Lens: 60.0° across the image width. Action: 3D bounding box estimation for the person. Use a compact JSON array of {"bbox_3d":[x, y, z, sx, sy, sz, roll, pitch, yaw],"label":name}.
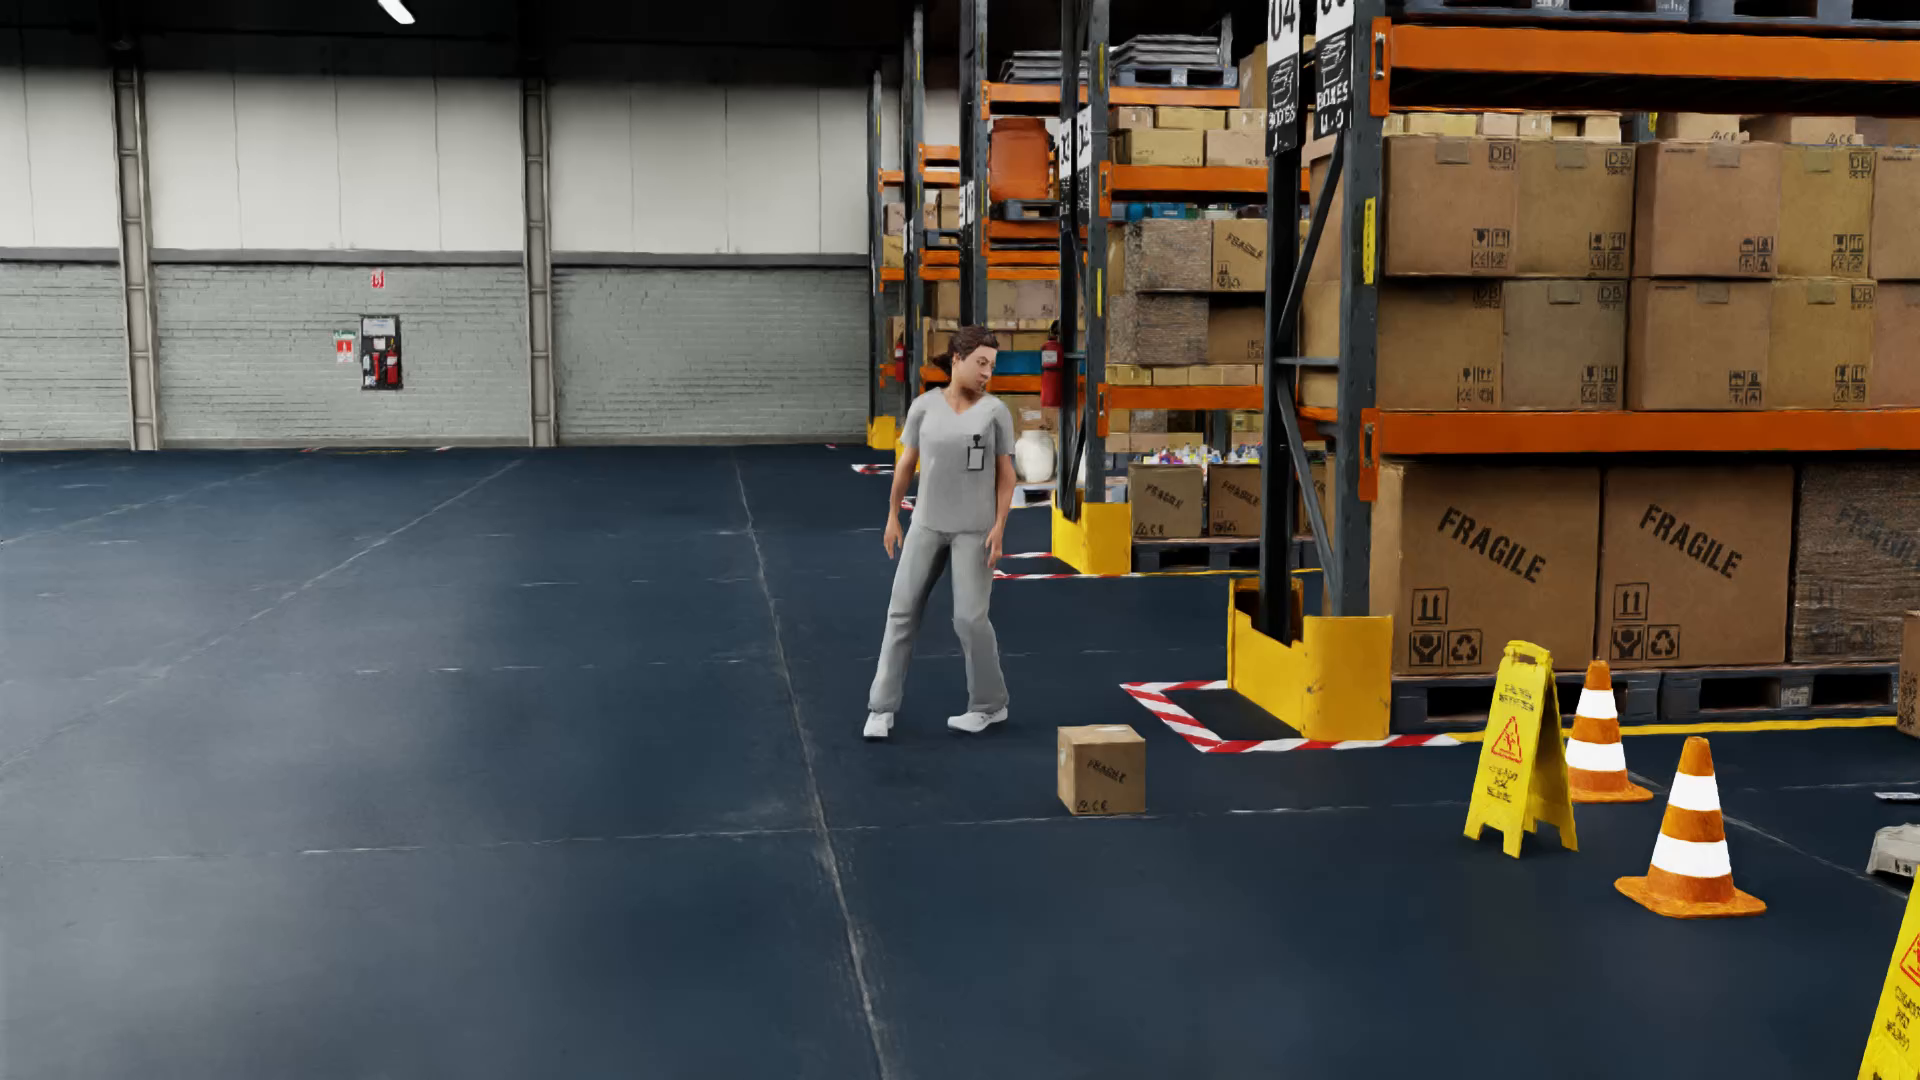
[{"bbox_3d":[-0.085,-0.033,6.683,0.595,1.656,0.519,2,7,13],"label":"person"}]
